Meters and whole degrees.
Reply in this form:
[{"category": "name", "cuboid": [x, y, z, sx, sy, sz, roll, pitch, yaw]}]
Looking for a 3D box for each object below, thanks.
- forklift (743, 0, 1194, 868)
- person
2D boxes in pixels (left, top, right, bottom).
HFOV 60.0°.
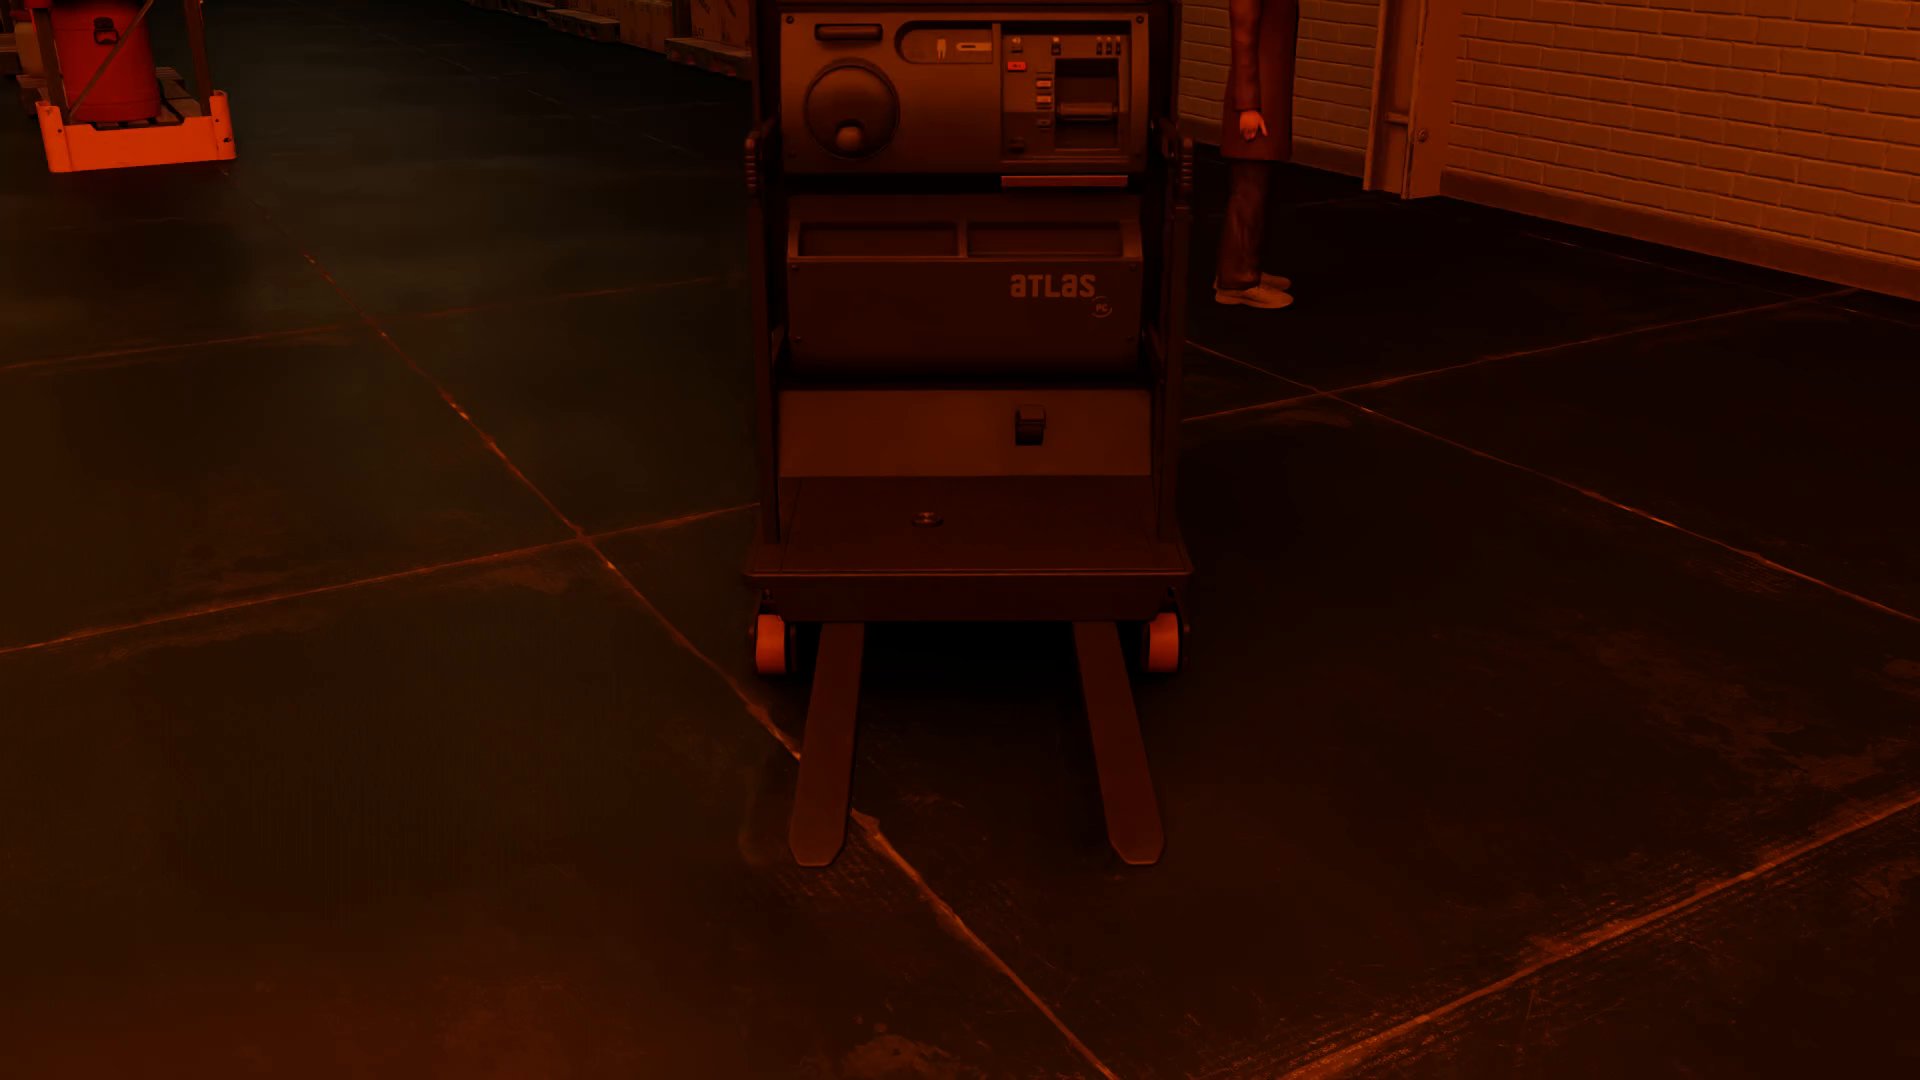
[{"category": "forklift", "cuboid": [0.017, -1.123, 4.011, 1.130, 2.935, 3.031, 0, 22, -1]}, {"category": "person", "cuboid": [1.405, -1.989, 7.635, 0.405, 1.783, 0.612, 6, 23, 13]}]
